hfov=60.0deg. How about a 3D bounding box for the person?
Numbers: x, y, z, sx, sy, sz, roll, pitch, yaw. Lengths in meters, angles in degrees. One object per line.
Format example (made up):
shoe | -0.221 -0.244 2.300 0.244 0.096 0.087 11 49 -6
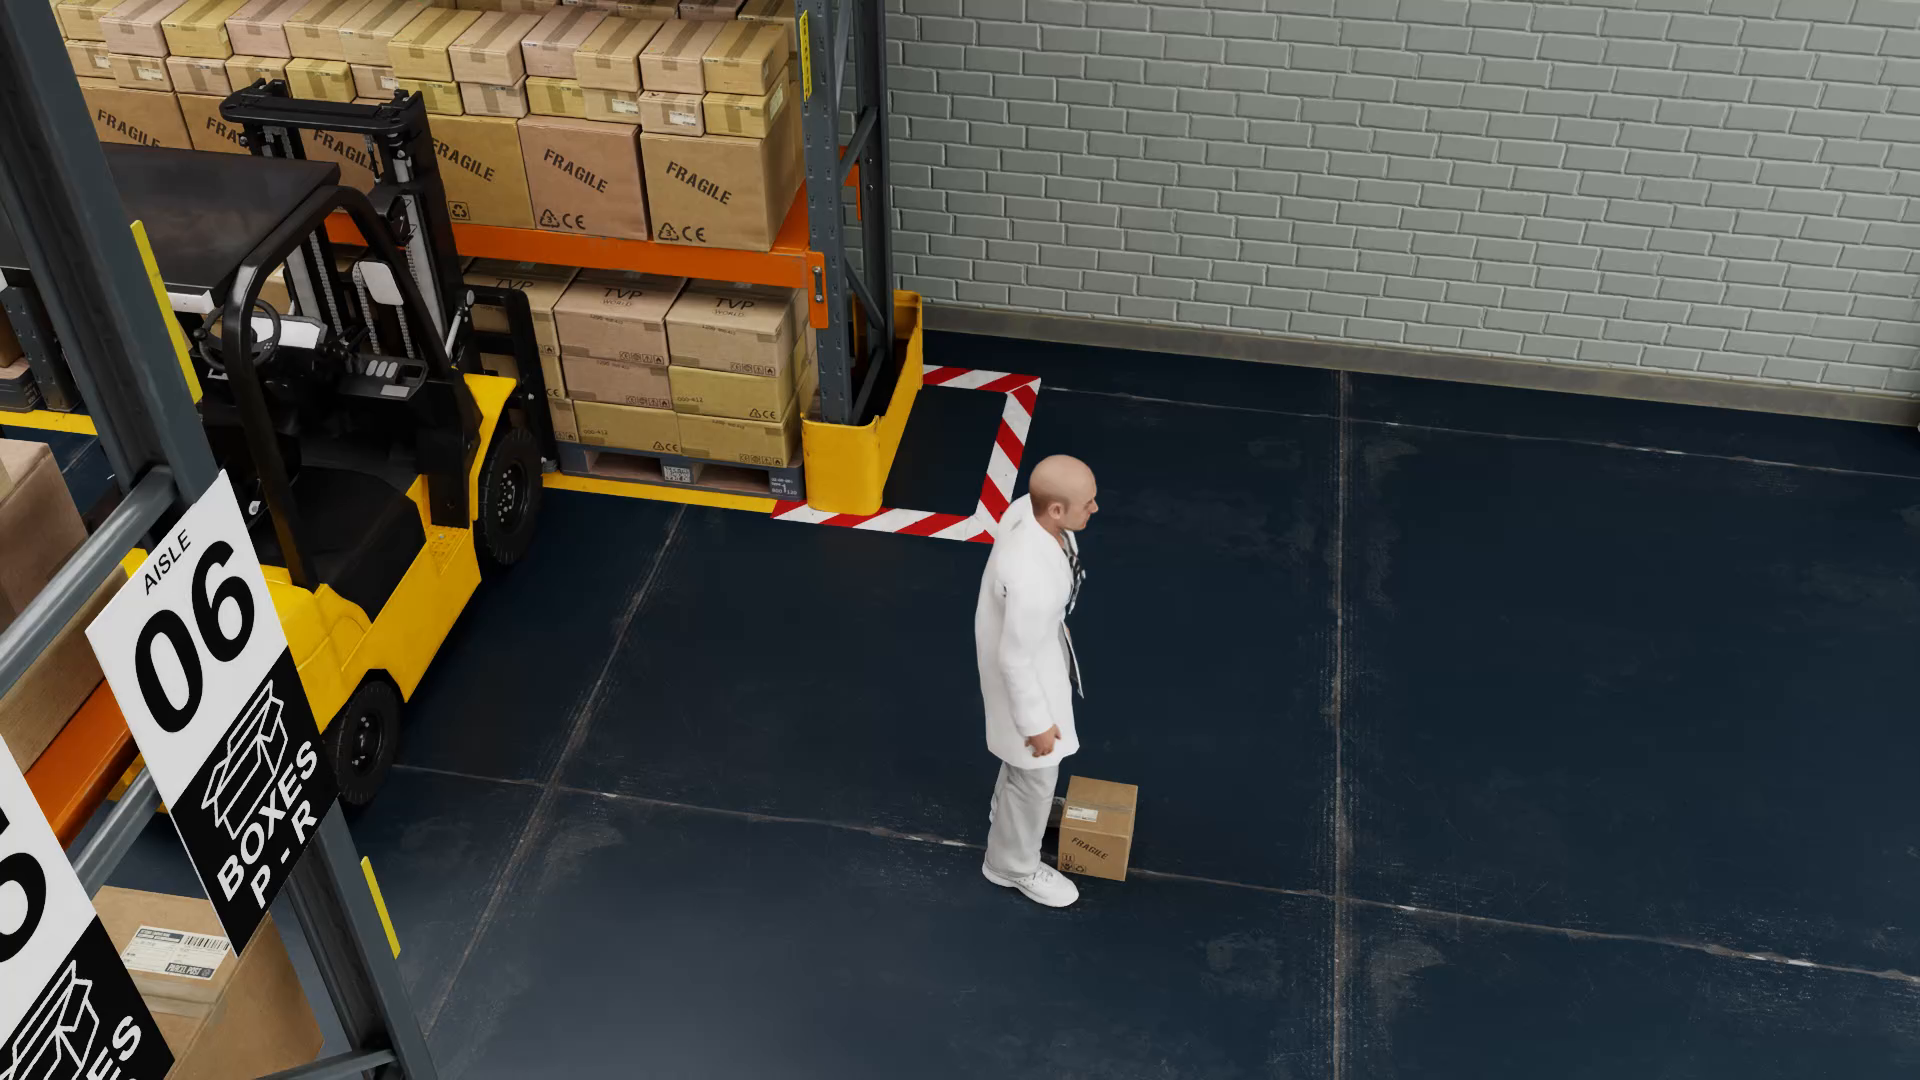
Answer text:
person | 0.260 0.523 5.705 0.416 1.569 0.655 5 40 6
